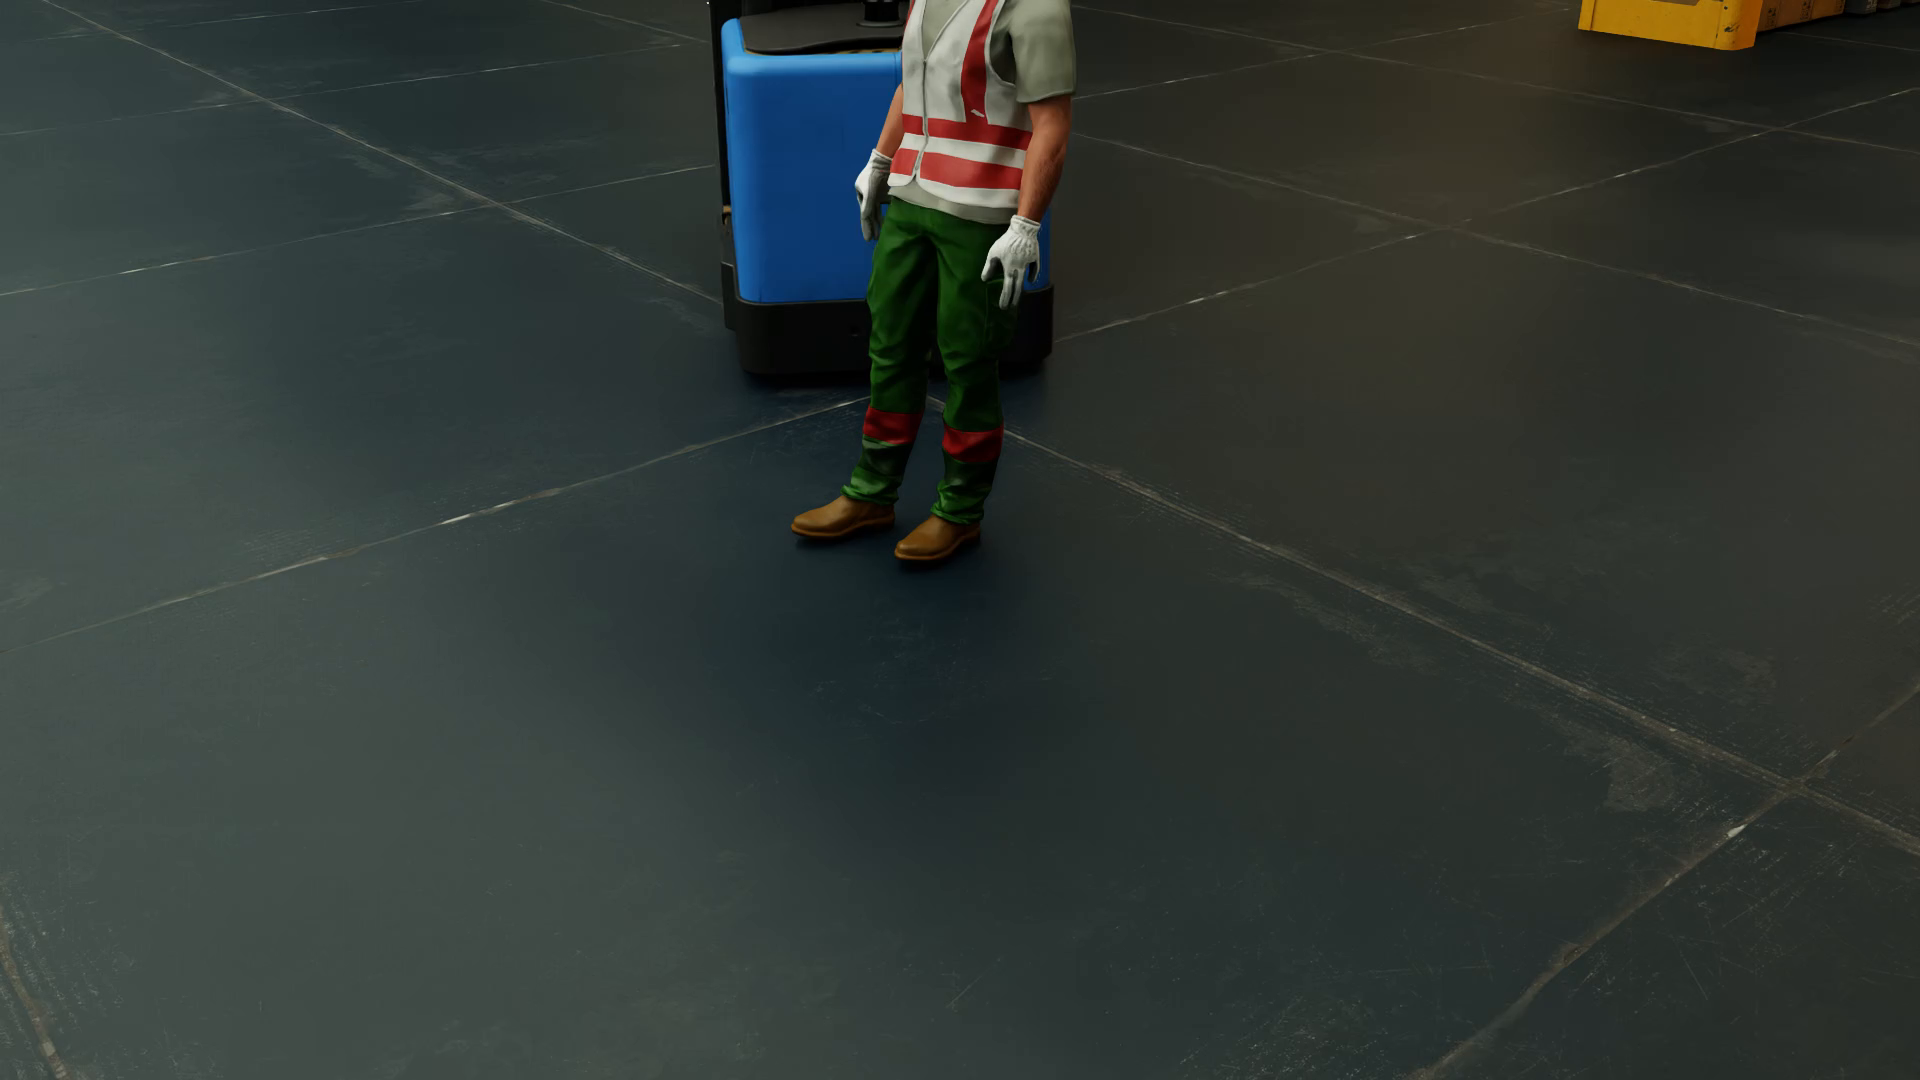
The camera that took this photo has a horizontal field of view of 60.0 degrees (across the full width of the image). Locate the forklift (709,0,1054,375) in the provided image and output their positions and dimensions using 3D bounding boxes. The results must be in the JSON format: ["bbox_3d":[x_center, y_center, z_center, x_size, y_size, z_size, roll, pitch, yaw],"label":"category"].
[{"bbox_3d":[-0.421,-2.480,6.203,1.130,2.935,3.031,-4,27,-8],"label":"forklift"}]

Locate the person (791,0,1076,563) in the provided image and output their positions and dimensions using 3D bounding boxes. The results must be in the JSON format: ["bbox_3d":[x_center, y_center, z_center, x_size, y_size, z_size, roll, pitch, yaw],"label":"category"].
[{"bbox_3d":[-0.069,-0.787,4.063,0.564,1.782,0.638,-20,33,-35],"label":"person"}]
